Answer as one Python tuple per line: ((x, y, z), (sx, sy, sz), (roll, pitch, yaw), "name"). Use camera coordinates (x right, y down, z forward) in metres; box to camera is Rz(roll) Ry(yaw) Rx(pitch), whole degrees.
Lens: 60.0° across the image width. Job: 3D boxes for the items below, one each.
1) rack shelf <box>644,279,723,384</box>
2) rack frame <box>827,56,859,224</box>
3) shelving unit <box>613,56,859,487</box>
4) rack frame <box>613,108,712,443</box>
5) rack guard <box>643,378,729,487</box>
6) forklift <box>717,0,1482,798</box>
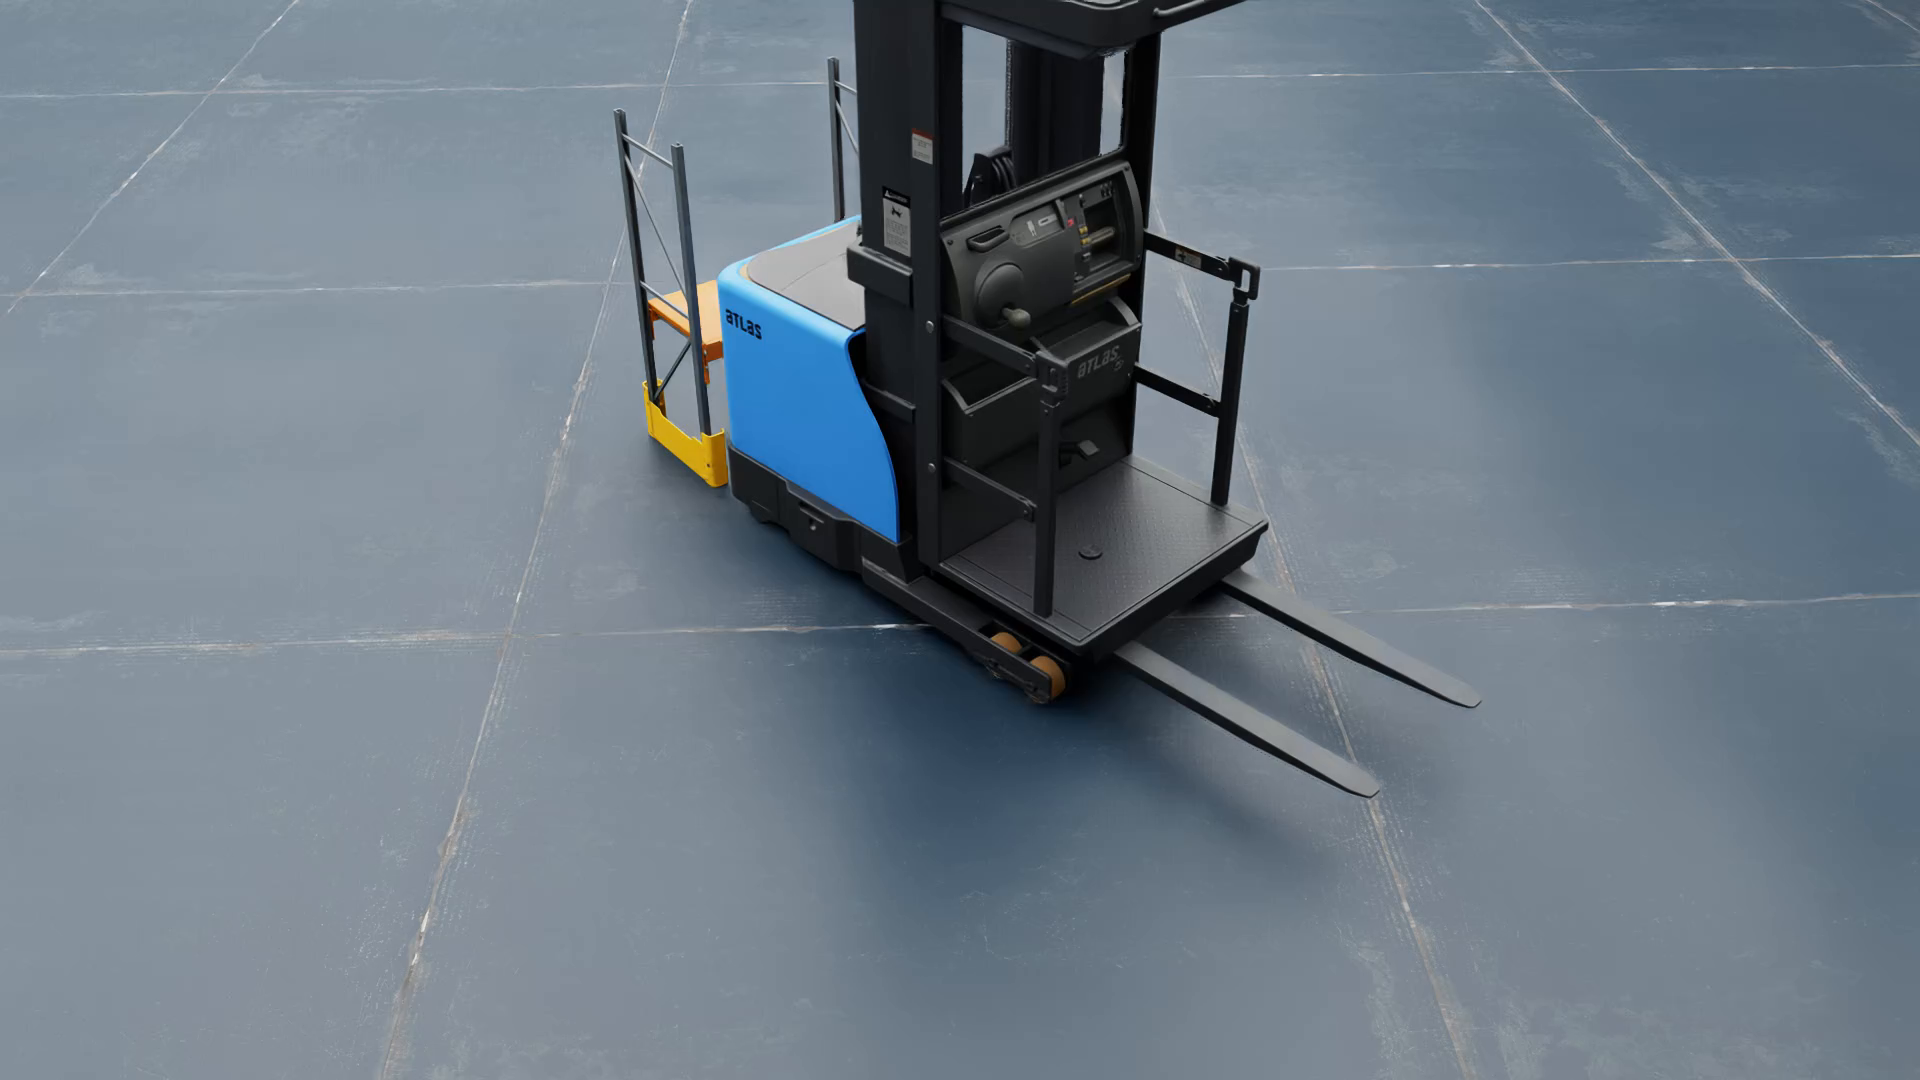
((-0.804, -1.005, 7.200), (1.000, 0.185, 0.538), (-24, 41, -30), "rack shelf")
((-0.401, -1.330, 7.353), (0.032, 1.500, 0.500), (-24, 41, -30), "rack frame")
((-0.797, -1.156, 7.103), (1.083, 1.500, 0.587), (-24, 41, -30), "shelving unit")
((-1.207, -0.976, 6.843), (0.032, 1.500, 0.500), (-24, 41, -30), "rack frame")
((-1.191, -0.469, 7.208), (0.087, 0.250, 0.587), (-24, 41, -30), "rack guard")
((0.447, -0.959, 5.561), (3.031, 2.935, 1.130), (30, 44, 36), "forklift")
